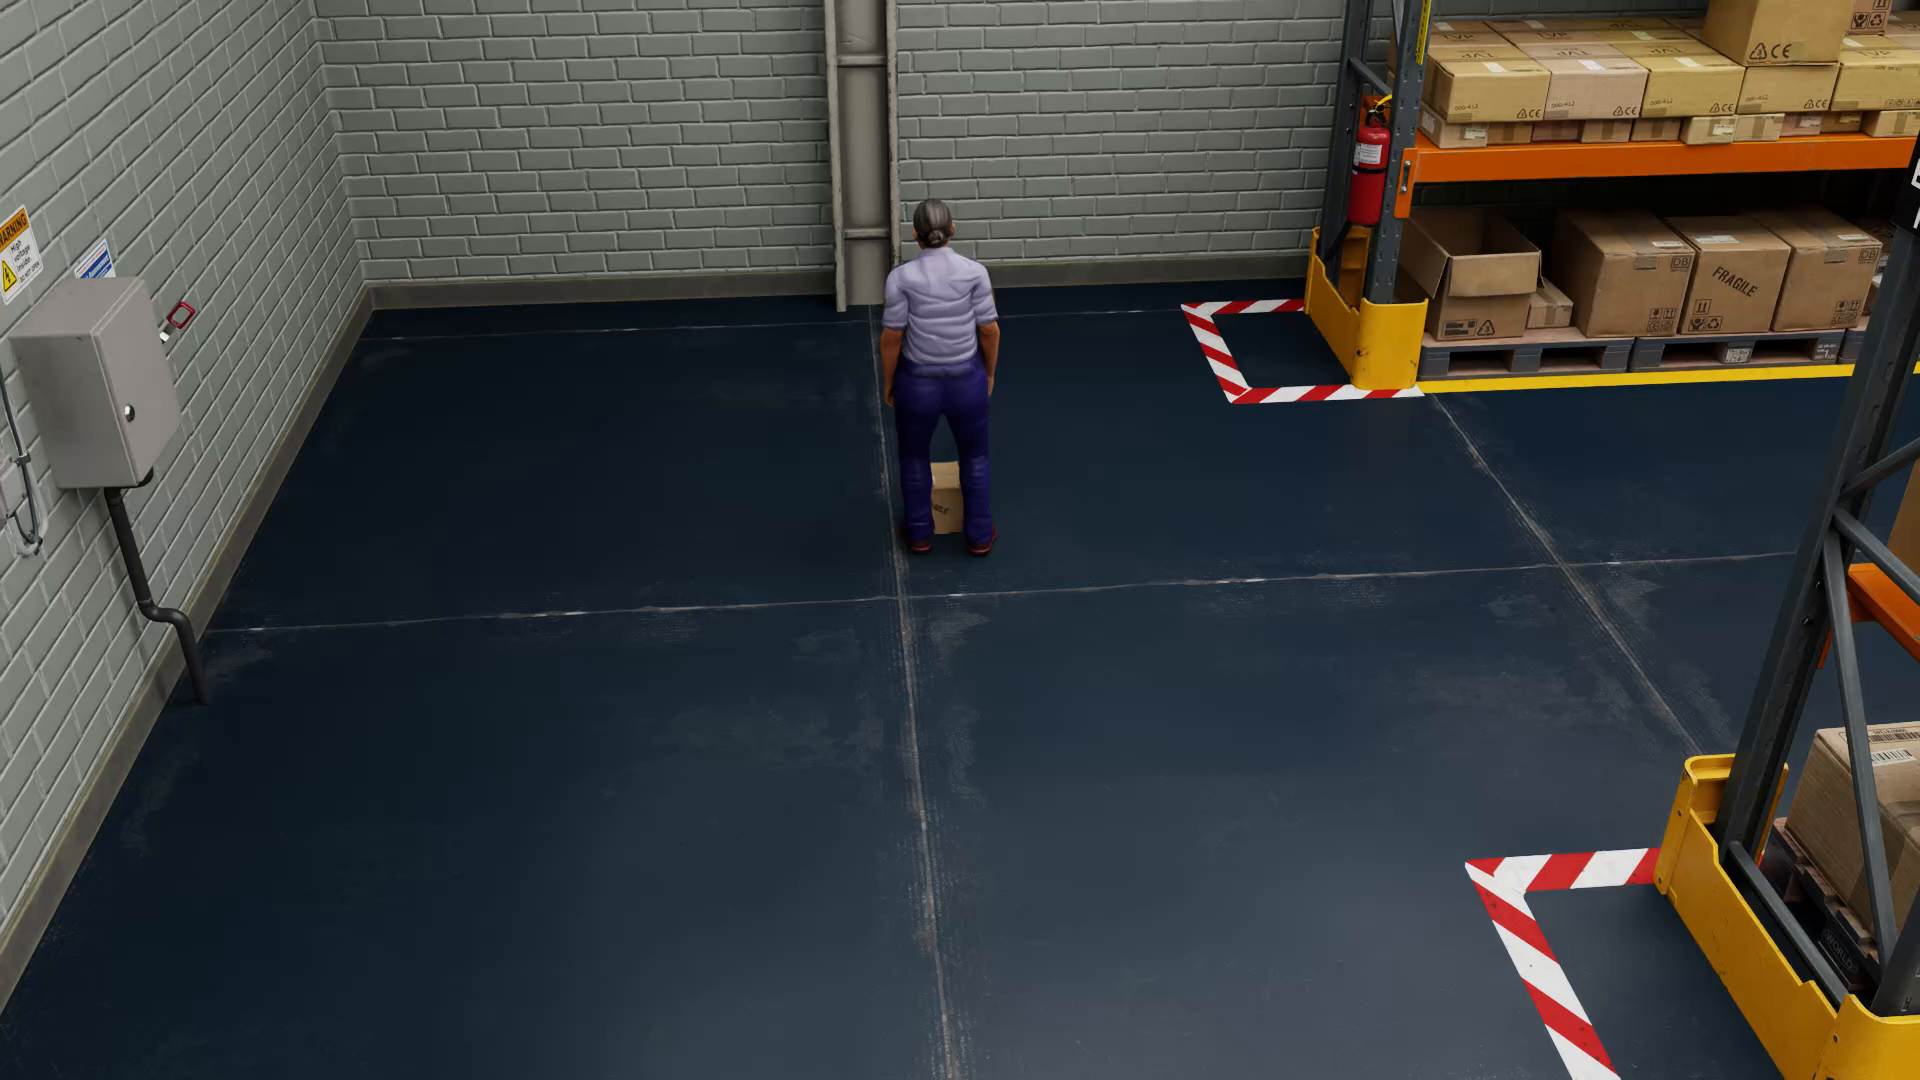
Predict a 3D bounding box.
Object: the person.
[{"bbox_3d":[-0.083,-0.687,7.270,0.538,1.652,0.422,-4,32,-6],"label":"person"}]
